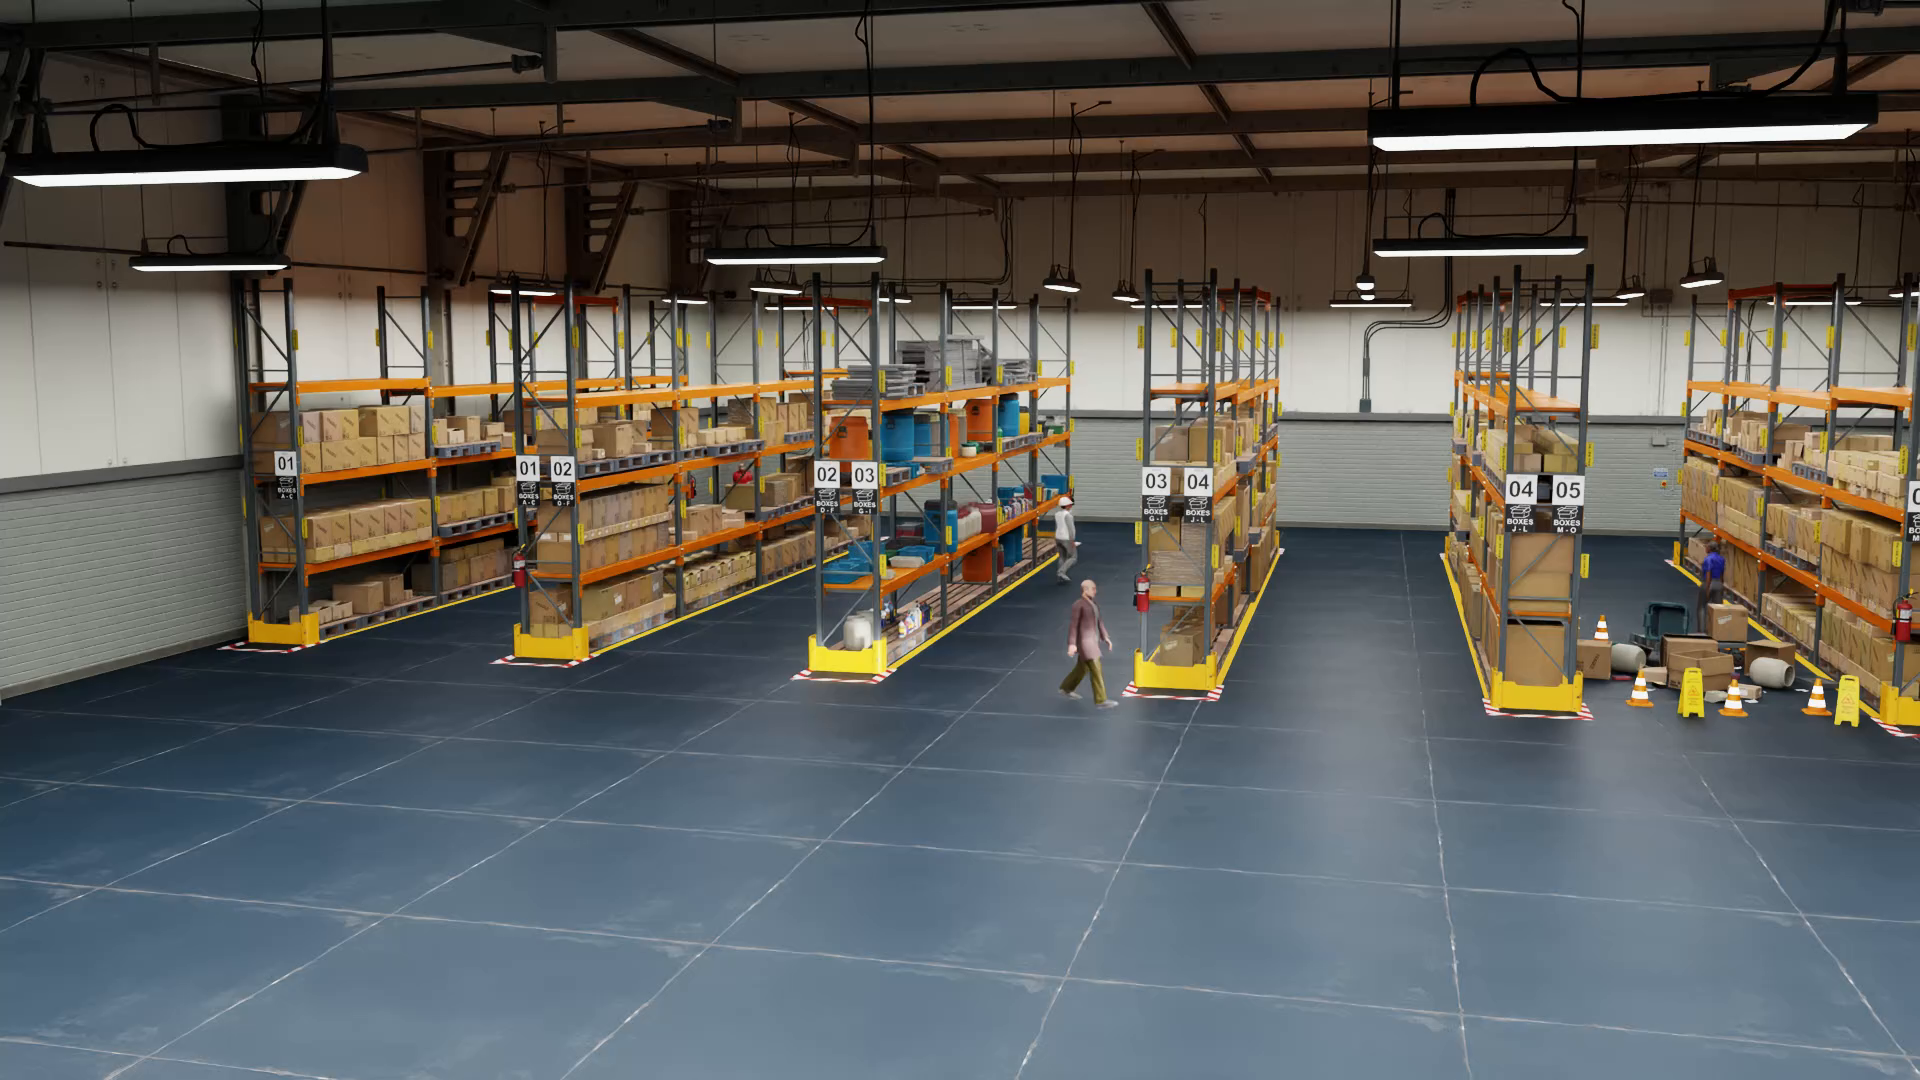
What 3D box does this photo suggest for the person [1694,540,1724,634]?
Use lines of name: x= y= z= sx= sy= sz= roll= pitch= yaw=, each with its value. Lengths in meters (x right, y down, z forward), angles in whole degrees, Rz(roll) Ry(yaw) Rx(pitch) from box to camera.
person: x=12.675 y=0.860 z=27.999 sx=0.447 sy=1.697 sz=0.612 roll=0 pitch=7 yaw=1

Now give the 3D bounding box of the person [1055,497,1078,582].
person: x=2.136 y=-0.005 z=34.398 sx=0.459 sy=1.774 sz=0.552 roll=-4 pitch=8 yaw=-31

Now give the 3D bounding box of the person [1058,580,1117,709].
person: x=1.774 y=1.416 z=22.866 sx=1.034 sy=1.749 sz=0.575 roll=3 pitch=8 yaw=26

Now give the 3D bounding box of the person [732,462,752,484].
person: x=-5.975 y=-1.300 z=45.467 sx=0.601 sy=1.655 sz=1.088 roll=0 pitch=7 yaw=-1
